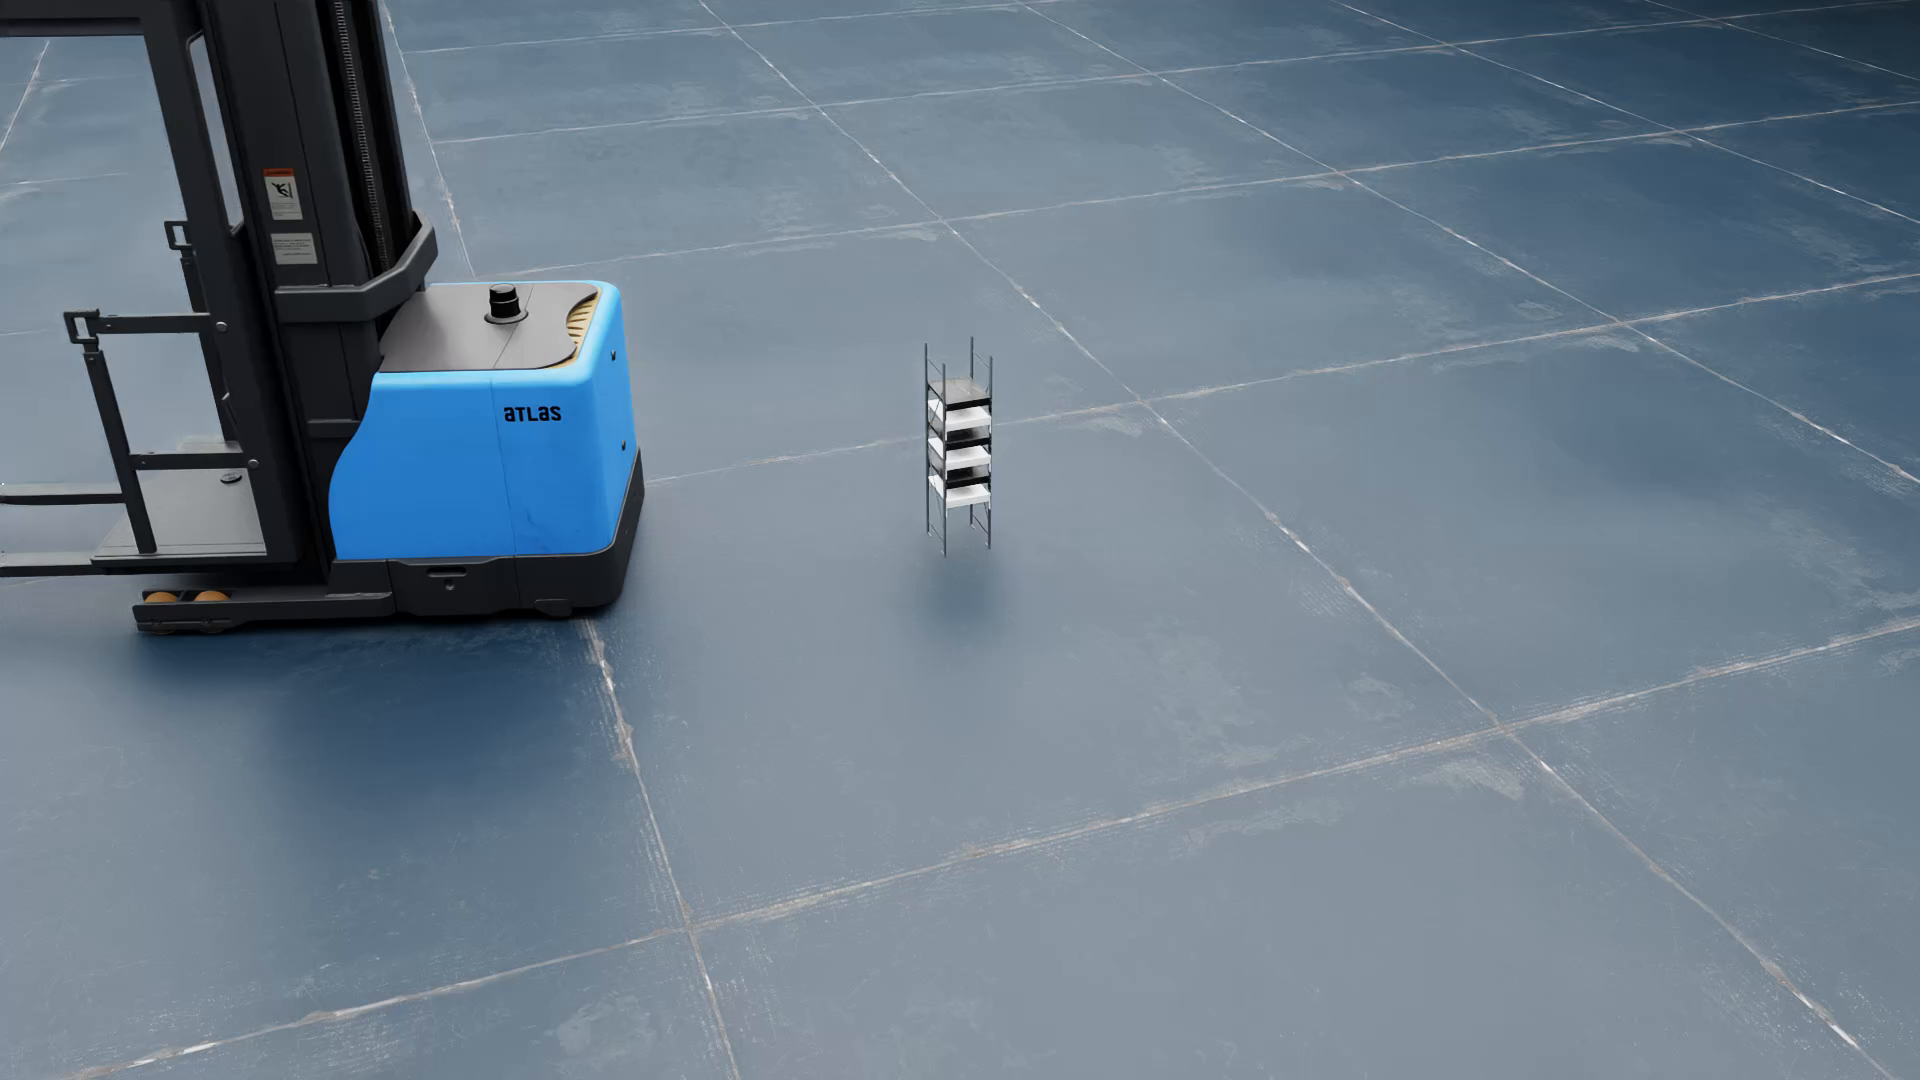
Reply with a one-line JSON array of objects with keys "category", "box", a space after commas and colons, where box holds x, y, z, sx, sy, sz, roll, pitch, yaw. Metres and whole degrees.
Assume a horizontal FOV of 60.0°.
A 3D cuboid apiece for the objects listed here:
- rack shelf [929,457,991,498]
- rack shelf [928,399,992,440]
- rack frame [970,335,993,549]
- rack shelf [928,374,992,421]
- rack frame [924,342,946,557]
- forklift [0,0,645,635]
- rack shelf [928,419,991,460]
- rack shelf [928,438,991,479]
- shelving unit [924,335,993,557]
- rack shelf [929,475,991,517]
[{"category": "rack shelf", "box": [-0.008, -0.282, 7.086, 0.200, 0.077, 0.258, -10, 31, -18]}, {"category": "rack shelf", "box": [-0.008, -0.517, 6.952, 0.200, 0.077, 0.258, -10, 31, -18]}, {"category": "rack frame", "box": [0.088, -0.407, 7.056, 0.006, 0.900, 0.240, -10, 31, -18]}, {"category": "rack shelf", "box": [-0.008, -0.595, 6.908, 0.200, 0.077, 0.258, -10, 31, -18]}, {"category": "rack frame", "box": [-0.103, -0.372, 6.994, 0.006, 0.900, 0.240, -10, 31, -18]}, {"category": "forklift", "box": [-2.906, -1.167, 6.338, 3.031, 2.935, 1.130, -1, 30, -3]}, {"category": "rack shelf", "box": [-0.008, -0.439, 6.997, 0.200, 0.077, 0.258, -10, 31, -18]}, {"category": "rack shelf", "box": [-0.008, -0.361, 7.041, 0.200, 0.077, 0.258, -10, 31, -18]}, {"category": "shelving unit", "box": [-0.008, -0.390, 7.025, 0.210, 0.900, 0.258, -10, 31, -18]}, {"category": "rack shelf", "box": [-0.008, -0.204, 7.130, 0.200, 0.077, 0.258, -10, 31, -18]}]
